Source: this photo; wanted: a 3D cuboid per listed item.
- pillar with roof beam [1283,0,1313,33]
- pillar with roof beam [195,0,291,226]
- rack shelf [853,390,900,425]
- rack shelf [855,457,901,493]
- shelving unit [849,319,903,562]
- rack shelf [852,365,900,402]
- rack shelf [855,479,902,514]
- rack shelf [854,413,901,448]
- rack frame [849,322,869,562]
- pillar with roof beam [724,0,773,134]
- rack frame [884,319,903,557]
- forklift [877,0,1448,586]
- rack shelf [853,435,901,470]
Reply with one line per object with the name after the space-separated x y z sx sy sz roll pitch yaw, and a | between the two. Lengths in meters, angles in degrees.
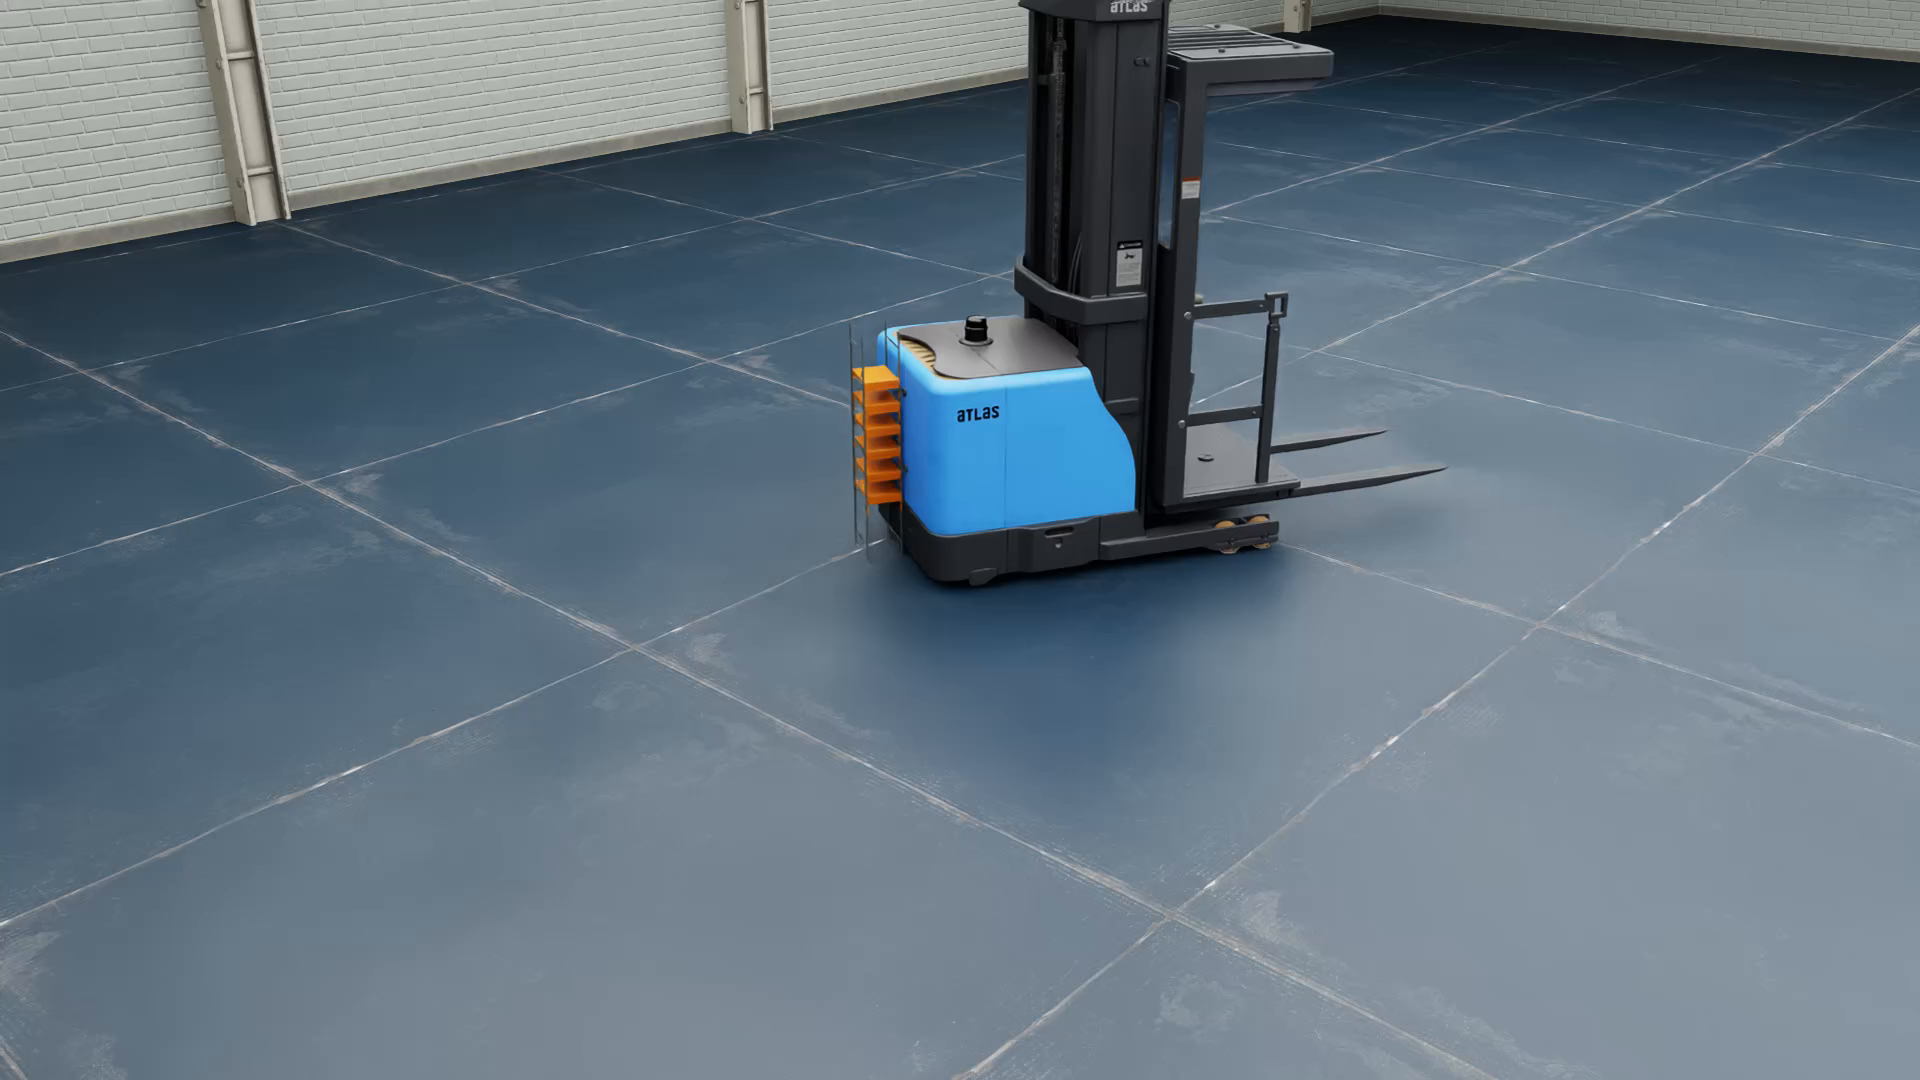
8.787 -11.375 23.121 9.100 9.000 0.400 20 31 38 | pillar with roof beam
-3.227 -5.891 10.890 9.100 9.000 0.400 20 31 38 | pillar with roof beam
-0.421 -0.671 8.302 0.180 0.103 0.258 -8 25 -17 | rack shelf
-0.421 -0.343 8.449 0.180 0.103 0.258 -8 25 -17 | rack shelf
-0.421 -0.493 8.382 0.189 1.200 0.258 -8 25 -17 | shelving unit
-0.421 -0.780 8.253 0.180 0.103 0.258 -8 25 -17 | rack shelf
-0.421 -0.233 8.498 0.180 0.103 0.258 -8 25 -17 | rack shelf
-0.421 -0.562 8.351 0.180 0.103 0.258 -8 25 -17 | rack shelf
-0.507 -0.480 8.355 0.006 1.200 0.240 -8 25 -17 | rack frame
0.778 -7.719 14.967 9.100 9.000 0.400 20 31 38 | pillar with roof beam
-0.334 -0.505 8.409 0.006 1.200 0.240 -8 25 -17 | rack frame
1.135 -1.461 8.425 3.031 2.935 1.130 -8 25 -17 | forklift
-0.421 -0.452 8.400 0.180 0.103 0.258 -8 25 -17 | rack shelf
